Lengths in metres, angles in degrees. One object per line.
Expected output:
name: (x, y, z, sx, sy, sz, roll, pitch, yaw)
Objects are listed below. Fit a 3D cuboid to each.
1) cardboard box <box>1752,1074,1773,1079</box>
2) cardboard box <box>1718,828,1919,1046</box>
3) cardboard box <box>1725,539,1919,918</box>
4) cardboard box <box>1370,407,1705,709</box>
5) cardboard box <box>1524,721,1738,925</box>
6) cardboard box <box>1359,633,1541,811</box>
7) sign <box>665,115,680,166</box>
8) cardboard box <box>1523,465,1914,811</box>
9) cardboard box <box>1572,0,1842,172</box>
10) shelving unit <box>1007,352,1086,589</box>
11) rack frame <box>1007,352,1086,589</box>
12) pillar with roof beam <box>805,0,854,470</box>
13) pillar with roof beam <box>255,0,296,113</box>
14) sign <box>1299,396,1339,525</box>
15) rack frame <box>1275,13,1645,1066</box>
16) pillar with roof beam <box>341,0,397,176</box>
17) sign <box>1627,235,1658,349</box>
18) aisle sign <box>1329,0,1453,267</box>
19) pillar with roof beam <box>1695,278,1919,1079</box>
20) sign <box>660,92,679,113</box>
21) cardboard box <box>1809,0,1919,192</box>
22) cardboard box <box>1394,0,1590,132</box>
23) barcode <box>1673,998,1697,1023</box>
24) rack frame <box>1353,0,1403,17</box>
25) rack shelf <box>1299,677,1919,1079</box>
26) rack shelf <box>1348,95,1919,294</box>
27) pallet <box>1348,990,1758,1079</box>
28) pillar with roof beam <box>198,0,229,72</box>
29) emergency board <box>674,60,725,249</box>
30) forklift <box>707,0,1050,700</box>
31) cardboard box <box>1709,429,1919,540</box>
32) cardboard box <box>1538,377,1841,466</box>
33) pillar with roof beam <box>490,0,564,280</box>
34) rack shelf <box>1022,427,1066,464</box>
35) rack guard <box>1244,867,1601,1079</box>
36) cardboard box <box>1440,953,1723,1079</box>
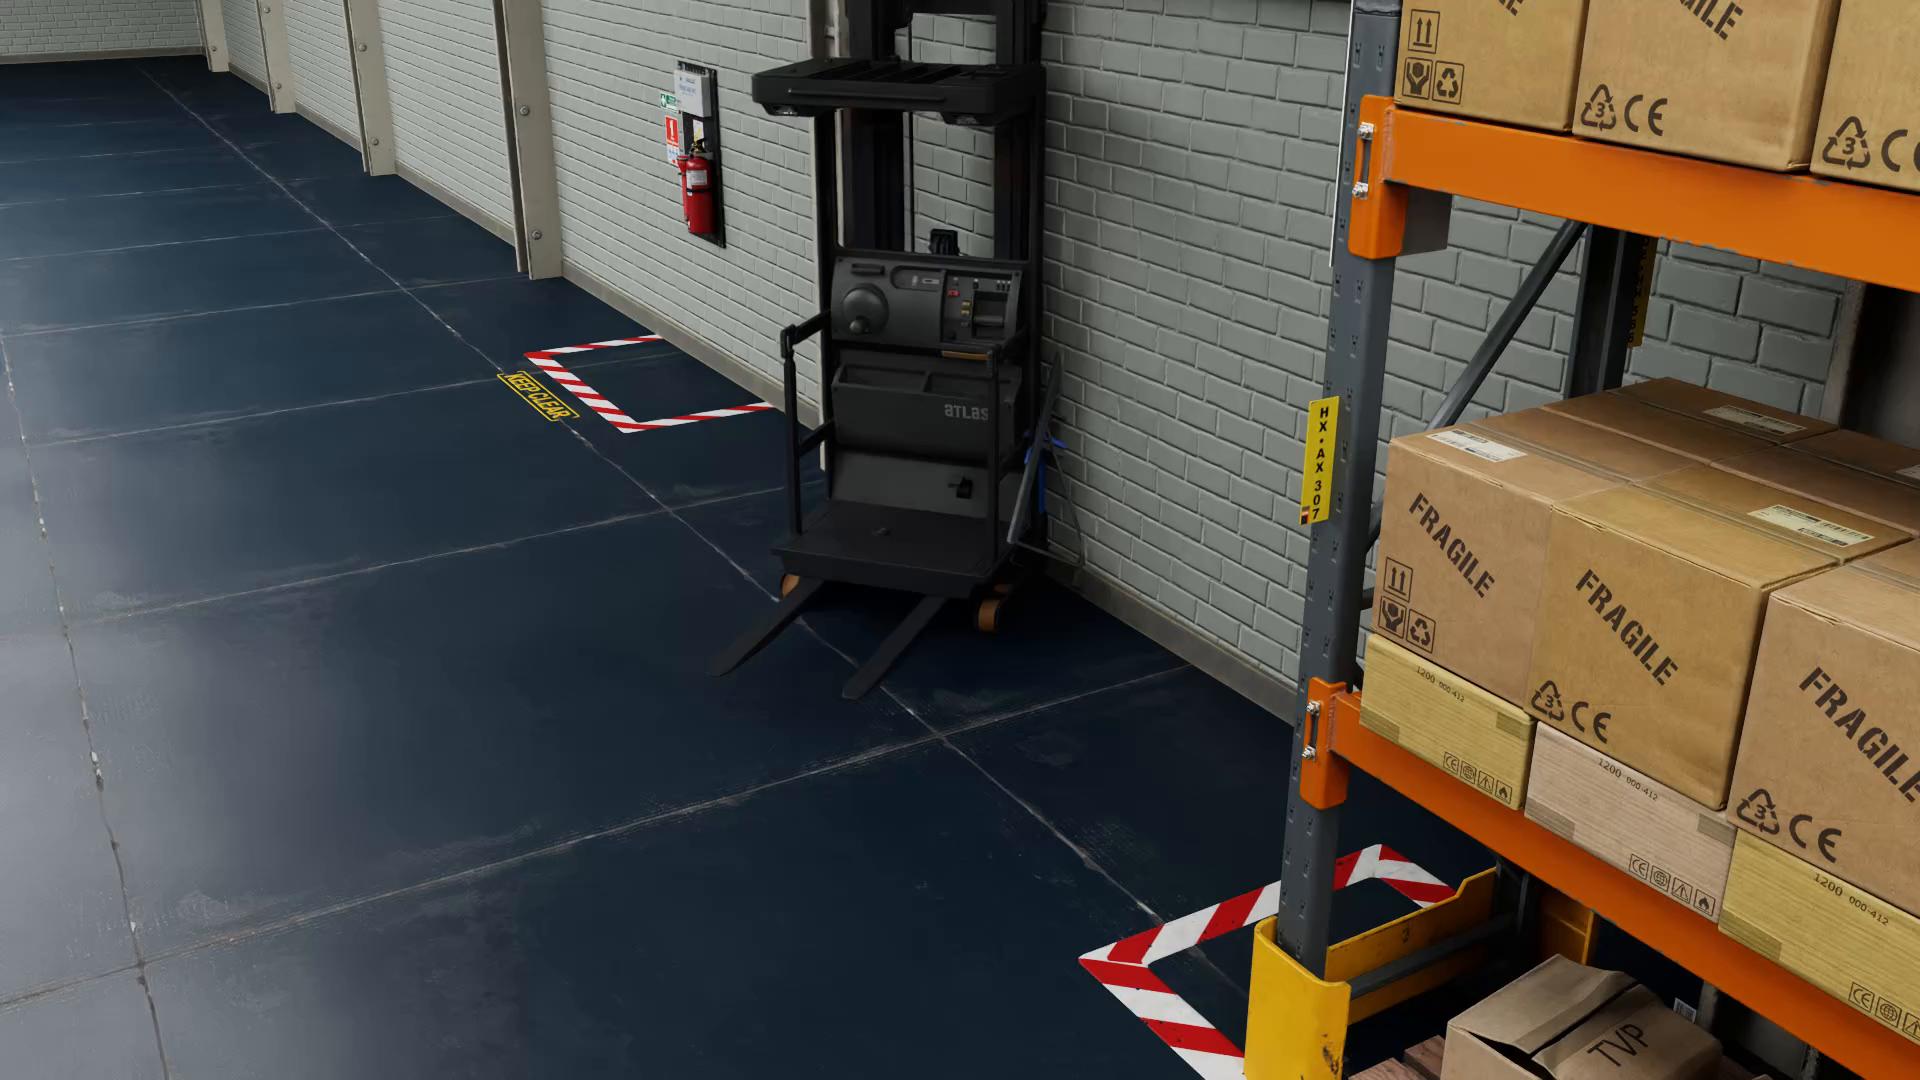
cardboard box: (1.935, 1.567, 3.959, 0.500, 0.311, 0.500, -10, 24, -24)
cardboard box: (1.877, 0.710, 3.253, 0.500, 0.250, 0.500, -13, 26, -29)
cardboard box: (1.856, 0.355, 3.131, 0.500, 0.500, 0.500, -14, 26, -30)
cardboard box: (1.354, 0.025, 3.944, 0.500, 0.500, 0.500, -13, 25, -28)
cardboard box: (1.622, 0.544, 3.662, 0.500, 0.250, 0.500, -13, 26, -30)
cardboard box: (1.344, 0.379, 4.069, 0.500, 0.250, 0.500, -13, 26, -30)
sign: (-2.019, -2.805, 11.682, 0.001, 0.329, 0.234, -13, 25, -28)
cardboard box: (1.597, 0.187, 3.546, 0.500, 0.500, 0.500, -13, 25, -28)
cardboard box: (1.568, -1.009, 3.166, 0.500, 0.500, 0.500, -11, 24, -25)
shelving unit: (0.278, -0.575, 8.464, 0.538, 1.500, 1.048, 20, -10, -36)
rack frame: (0.583, -0.551, 8.058, 0.500, 1.500, 0.032, 20, -10, -36)
pillar with roof beam: (-4.297, -3.734, 6.047, 9.100, 9.000, 0.400, -13, 25, -28)
pillar with roof beam: (-13.491, -9.560, 20.382, 9.100, 9.000, 0.400, -13, 25, -28)
sign: (0.902, -0.197, 4.163, 0.100, 0.325, 0.005, -13, 25, -28)
rack frame: (1.368, 0.100, 4.583, 1.000, 3.000, 0.127, -13, 25, -28)
pillar with roof beam: (-10.426, -7.618, 15.604, 9.100, 9.000, 0.400, -13, 25, -28)
sign: (1.855, -0.684, 4.552, 0.100, 0.325, 0.005, -13, 25, -28)
aisle sign: (1.073, -1.070, 4.009, 0.394, 0.787, 0.004, -13, 25, -28)
pillar with roof beam: (-1.232, -1.791, 1.268, 9.100, 9.000, 0.400, -13, 25, -28)
sign: (-2.024, -3.048, 11.574, 0.001, 0.109, 0.331, -13, 25, -28)
cardboard box: (1.836, -0.841, 2.755, 0.500, 0.500, 0.500, -11, 25, -26)
cardboard box: (1.324, -1.189, 3.611, 0.500, 0.500, 0.500, -12, 25, -27)
barcode: (1.997, 1.307, 4.586, 0.001, 0.075, 0.075, -13, 25, -28)
rack frame: (1.368, -2.680, 3.453, 1.000, 3.000, 0.127, -13, 25, -28)
rack shelf: (2.390, 1.080, 3.126, 1.077, 0.370, 4.000, -13, 25, -28)
rack shelf: (2.390, -0.309, 2.561, 1.077, 0.370, 4.000, -13, 25, -28)
pallet: (1.791, 1.686, 4.384, 1.003, 0.211, 1.213, -13, 25, -28)
pillar with roof beam: (-16.556, -11.503, 25.161, 9.100, 9.000, 0.400, -13, 25, -28)
emergency board: (-1.825, -2.590, 11.200, 0.194, 1.169, 0.643, -13, 25, -28)
forklift: (-0.230, -1.095, 7.612, 1.130, 2.935, 3.031, 8, 23, 18)
cardboard box: (2.040, 0.089, 3.786, 0.500, 0.500, 0.500, -12, 25, -28)
cardboard box: (1.792, -0.076, 4.192, 0.500, 0.500, 0.500, -13, 25, -29)
pillar with roof beam: (-7.361, -5.676, 10.825, 9.100, 9.000, 0.400, -13, 25, -28)
rack shelf: (0.232, -0.402, 8.439, 0.538, 0.185, 1.000, 20, -10, -36)
rack guard: (1.407, 1.282, 4.993, 1.175, 0.500, 0.348, -13, 25, -28)
cardboard box: (1.644, 1.383, 4.413, 0.500, 0.311, 0.500, -16, 27, -34)
